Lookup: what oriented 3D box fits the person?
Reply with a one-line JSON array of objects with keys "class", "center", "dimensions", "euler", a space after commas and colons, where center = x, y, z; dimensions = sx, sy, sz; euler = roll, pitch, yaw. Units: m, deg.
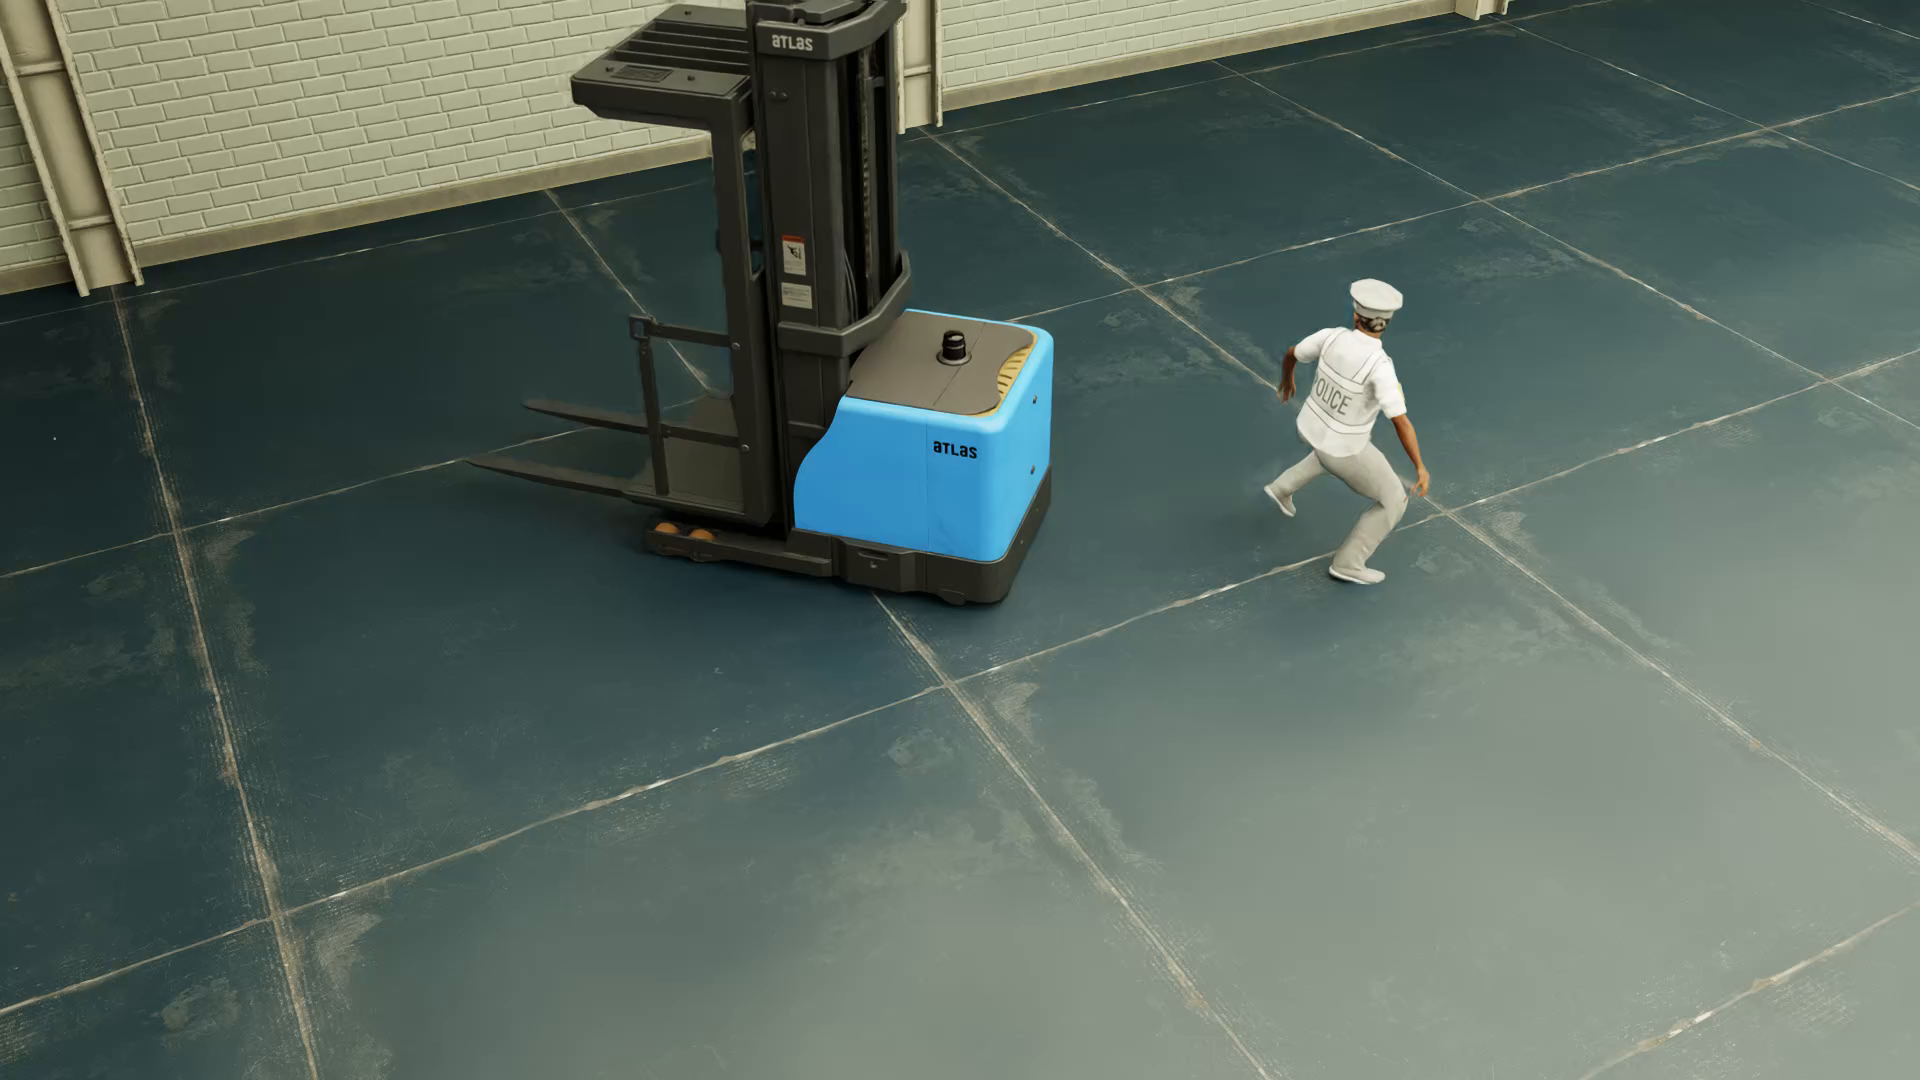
[{"class": "person", "center": [1.907, -0.529, 8.116], "dimensions": [0.494, 1.552, 0.910], "euler": [-13, 37, -18]}]

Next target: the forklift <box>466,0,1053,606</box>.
[{"class": "forklift", "center": [-1.095, -1.363, 8.052], "dimensions": [3.031, 2.935, 1.130], "euler": [10, 37, 14]}]
